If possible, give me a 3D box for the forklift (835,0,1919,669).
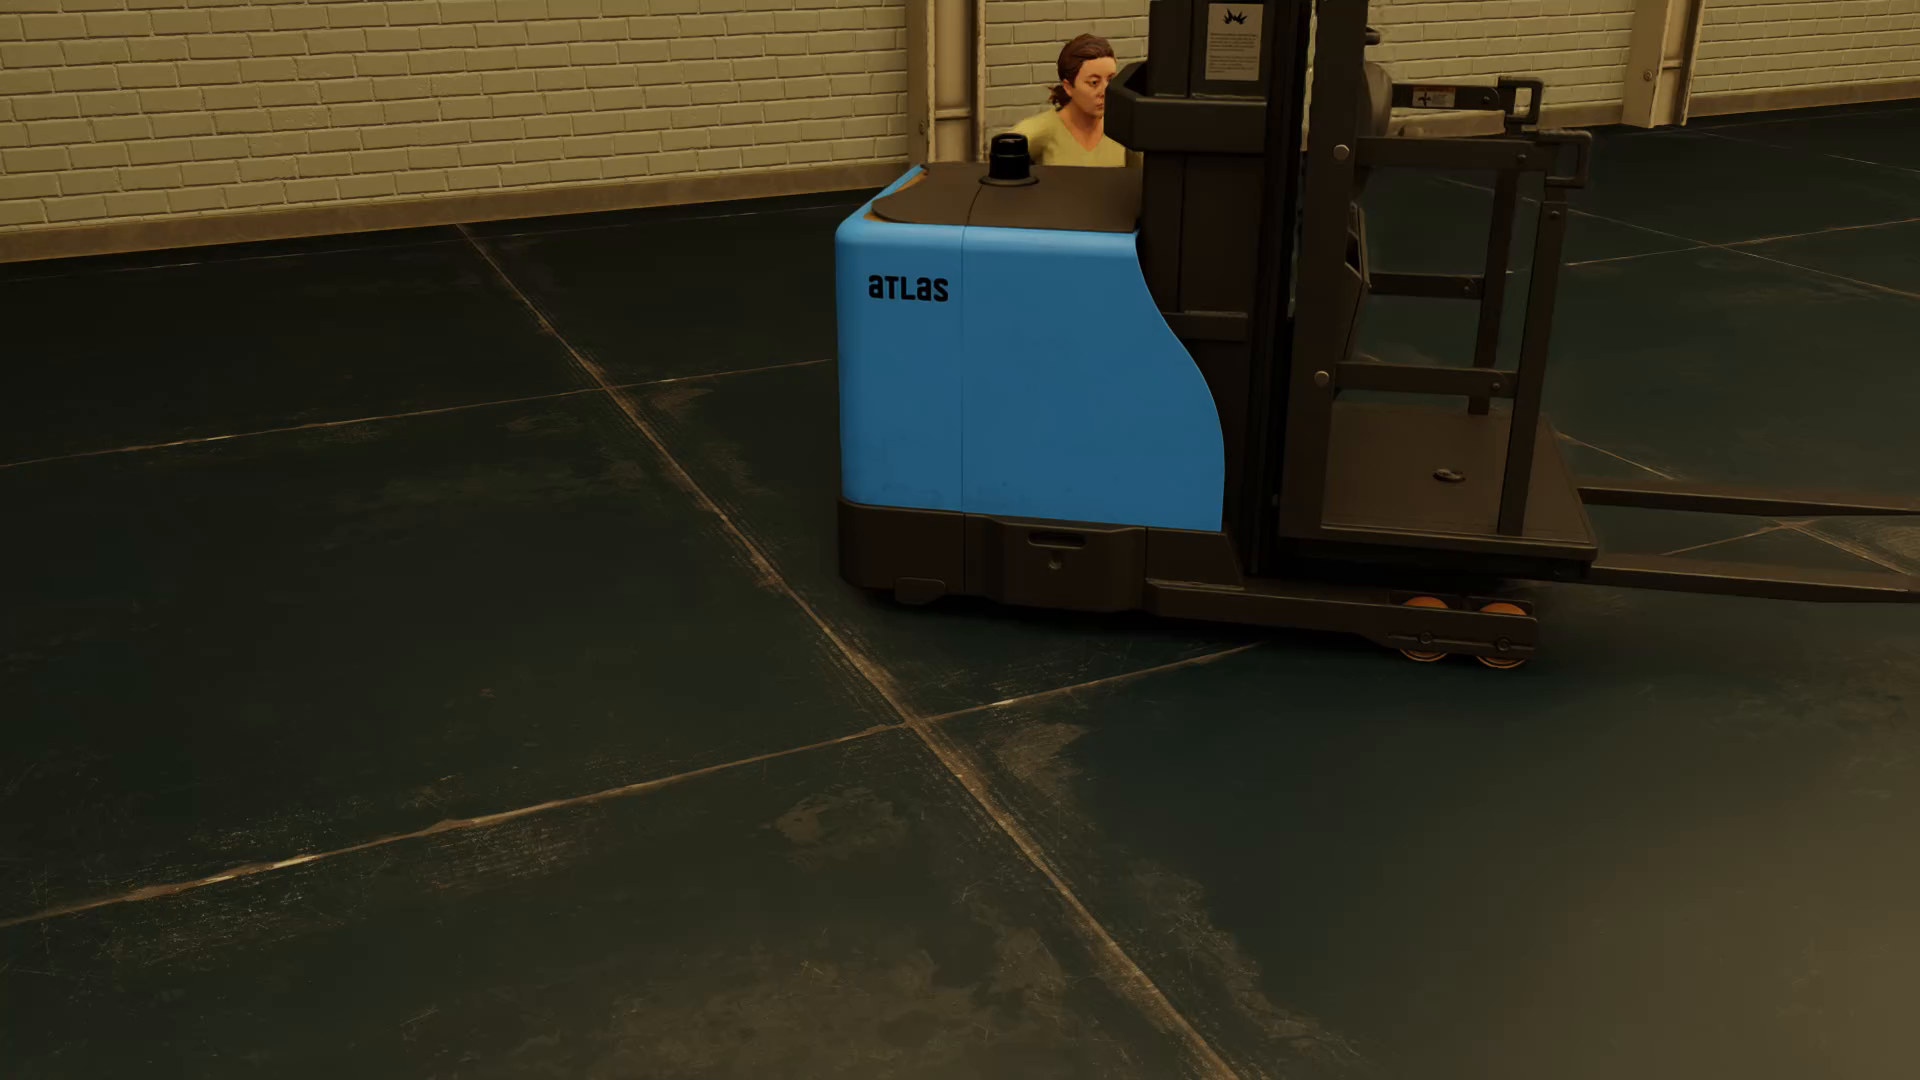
[{"bbox_3d":[1.229,-1.243,4.278,3.031,2.935,1.130,5,23,11],"label":"forklift"}]

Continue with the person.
[{"bbox_3d":[0.475,-0.831,5.303,0.728,1.461,0.820,-11,25,-25],"label":"person"}]
